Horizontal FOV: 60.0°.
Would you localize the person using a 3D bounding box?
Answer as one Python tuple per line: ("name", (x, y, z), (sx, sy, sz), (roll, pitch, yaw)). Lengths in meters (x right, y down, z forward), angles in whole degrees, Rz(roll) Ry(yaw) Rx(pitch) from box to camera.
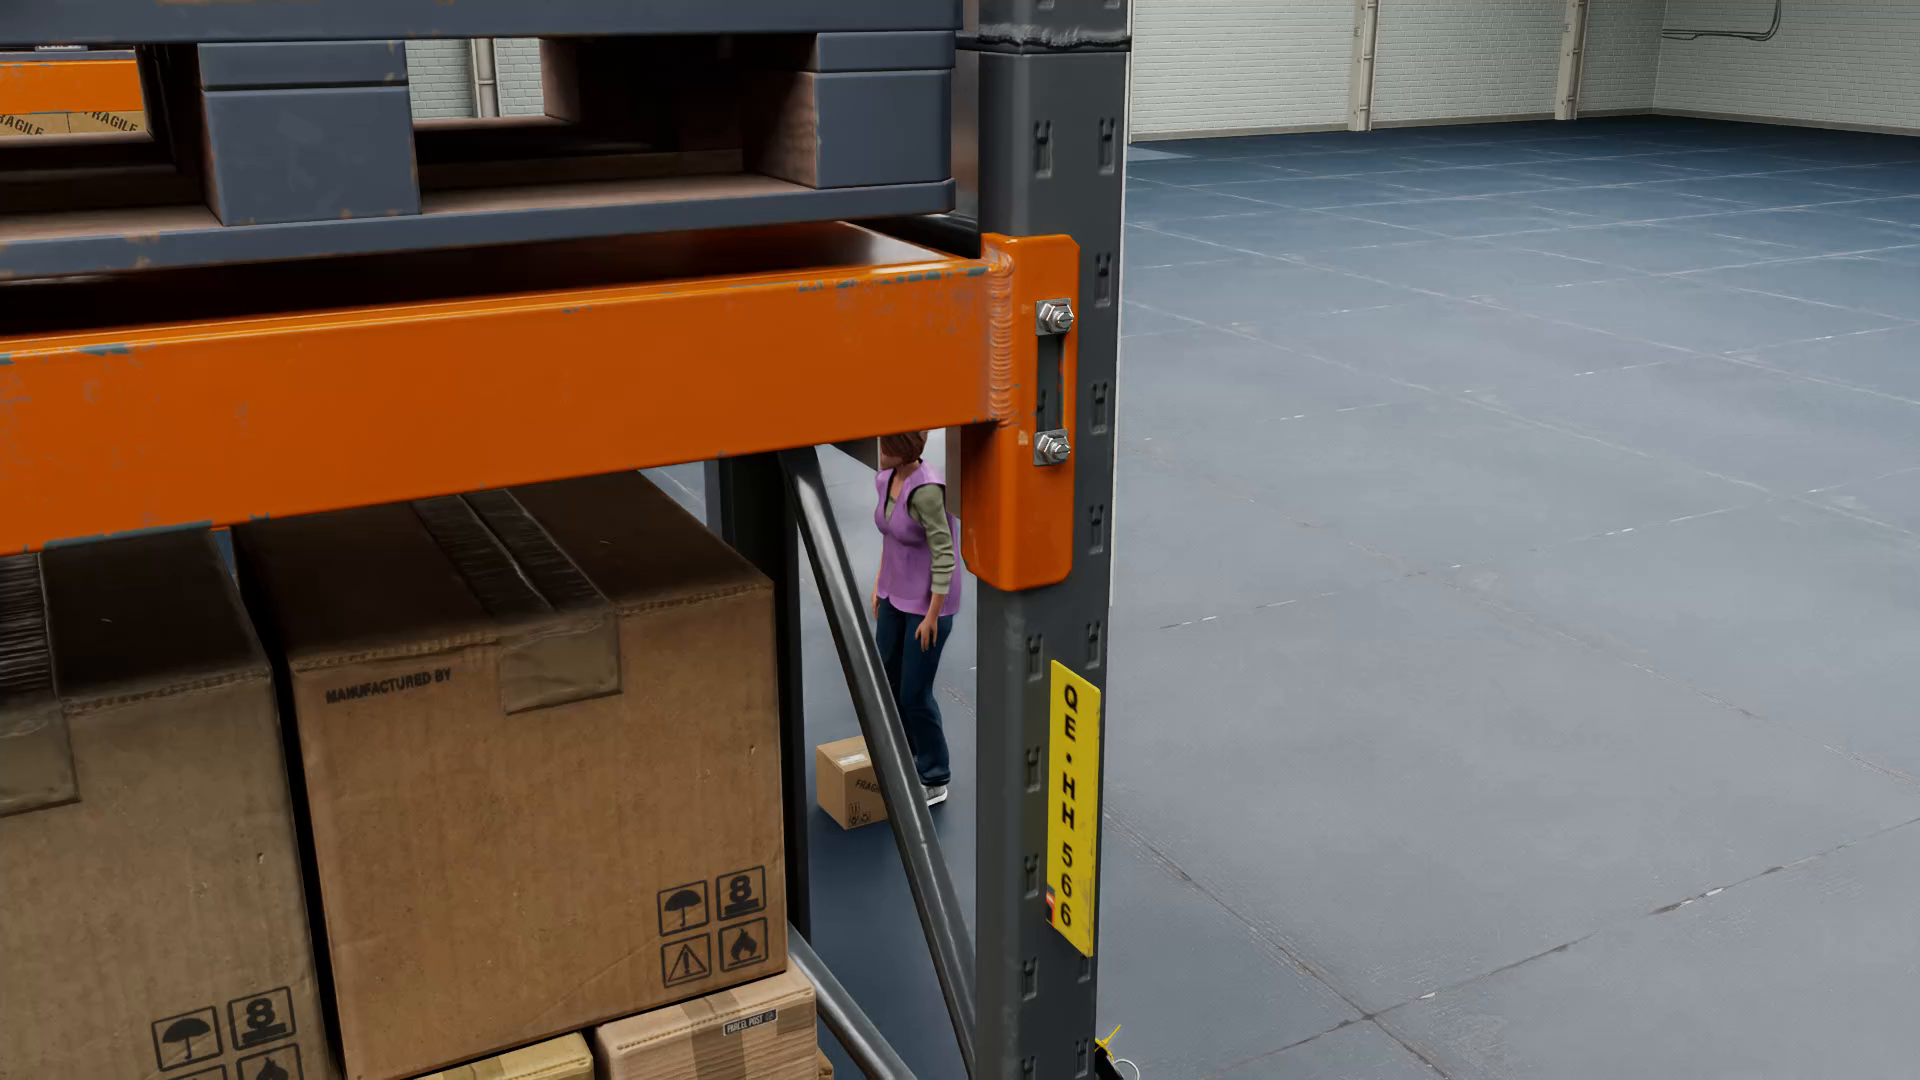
("person", (-0.185, 0.255, 6.330), (0.343, 1.591, 0.464), (-11, 21, -29))
